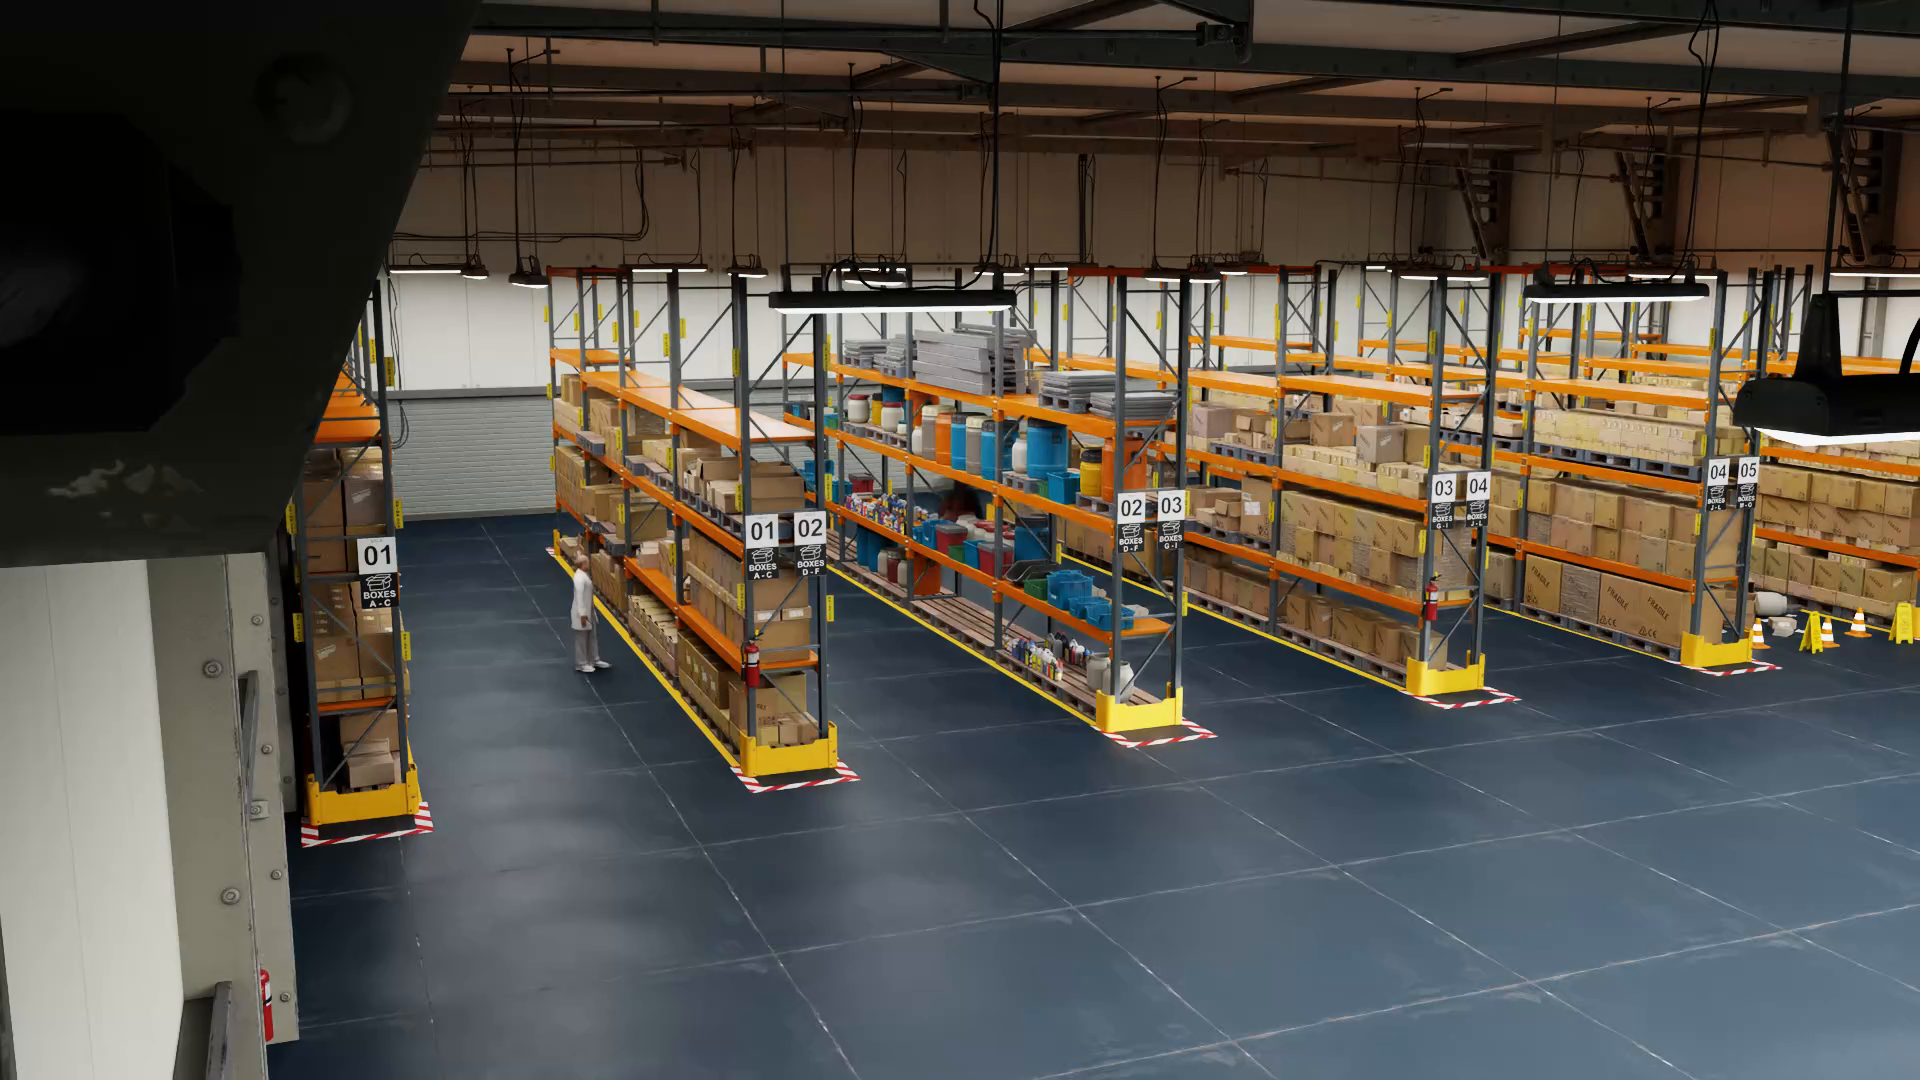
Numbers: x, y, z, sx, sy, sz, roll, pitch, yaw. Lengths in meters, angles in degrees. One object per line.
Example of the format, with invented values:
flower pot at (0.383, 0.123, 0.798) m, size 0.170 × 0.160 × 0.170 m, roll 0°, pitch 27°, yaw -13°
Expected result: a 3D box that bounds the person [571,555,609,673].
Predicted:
person at (-5.649, 1.109, 25.195) m, size 0.482 × 1.785 × 0.641 m, roll 1°, pitch 10°, yaw 8°
